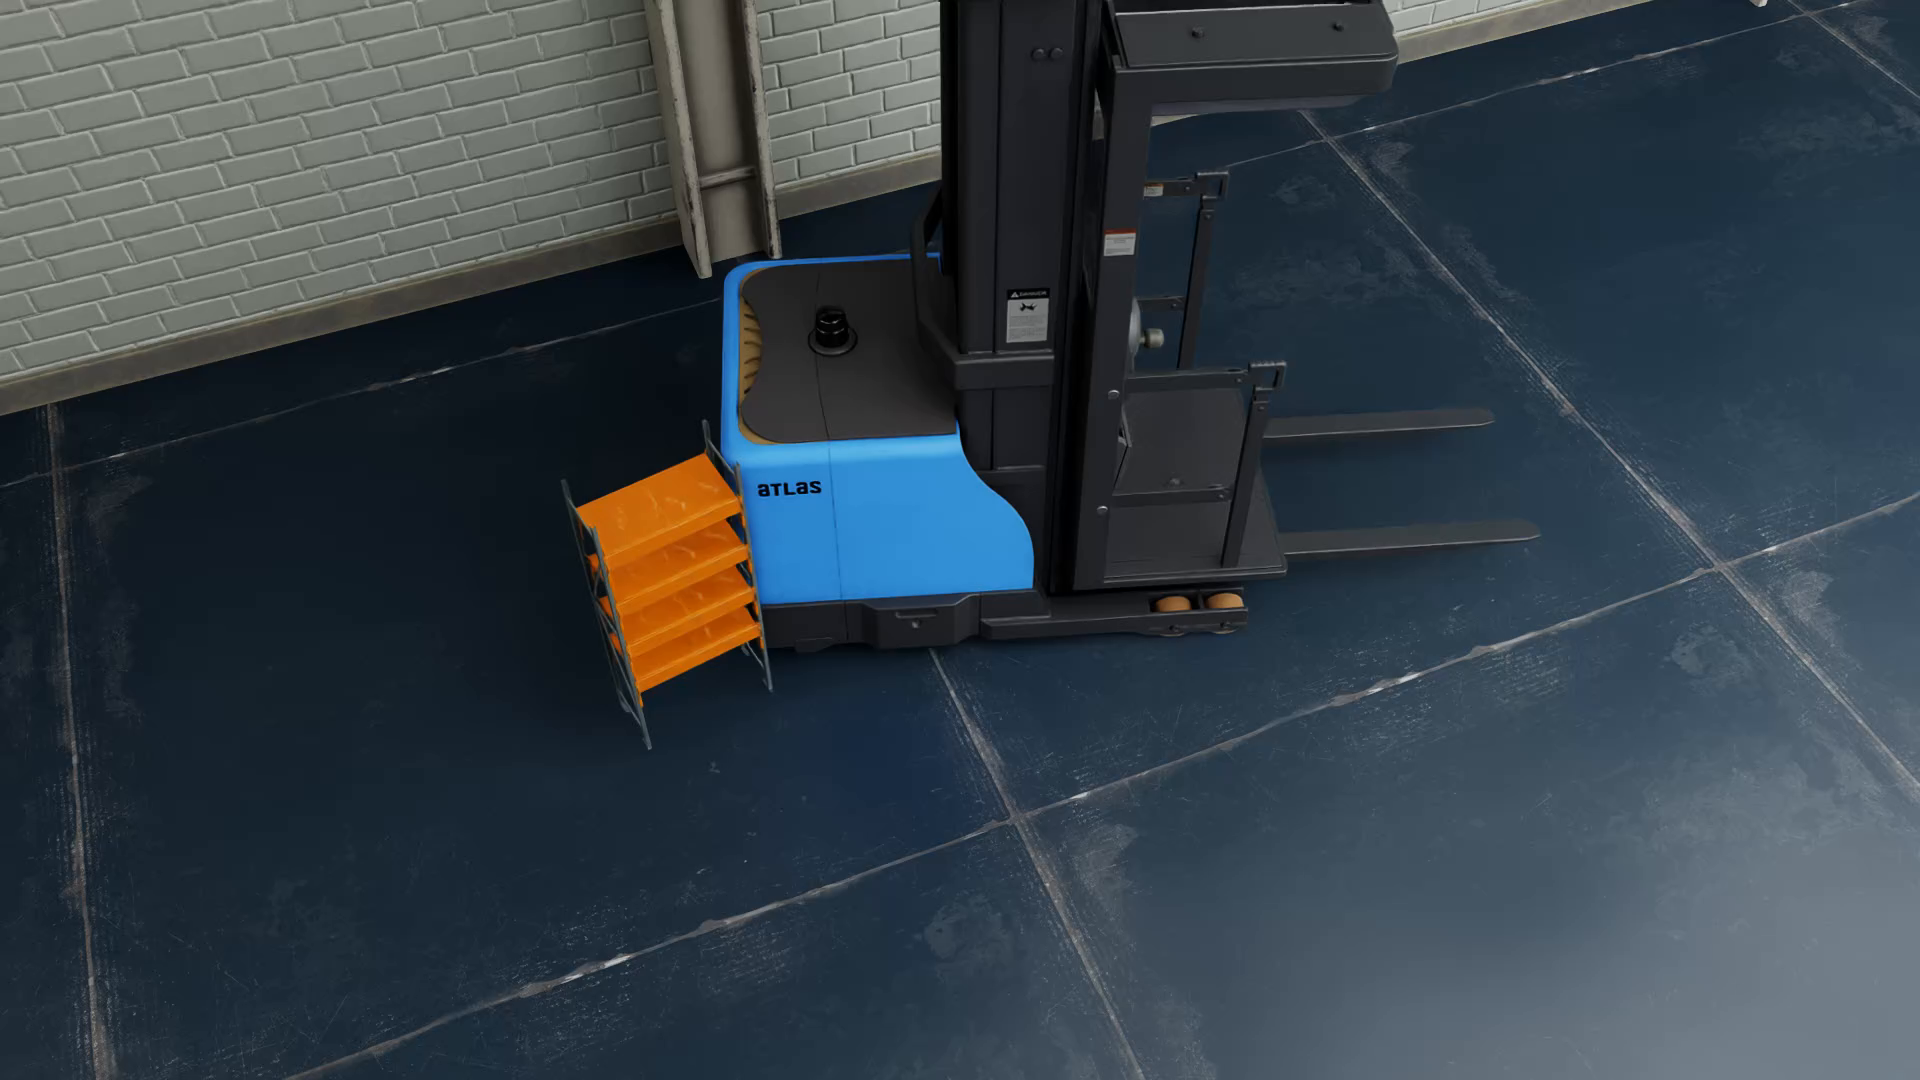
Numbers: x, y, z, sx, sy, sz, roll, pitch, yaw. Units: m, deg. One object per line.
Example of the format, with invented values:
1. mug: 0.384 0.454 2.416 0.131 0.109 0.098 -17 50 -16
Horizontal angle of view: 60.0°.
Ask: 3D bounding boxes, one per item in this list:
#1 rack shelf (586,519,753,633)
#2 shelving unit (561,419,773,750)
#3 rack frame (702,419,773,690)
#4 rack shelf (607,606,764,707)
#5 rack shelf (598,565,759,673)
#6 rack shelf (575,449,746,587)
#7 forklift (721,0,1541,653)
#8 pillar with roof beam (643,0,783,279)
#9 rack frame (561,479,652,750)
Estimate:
1. rack shelf: -0.966 0.080 5.525 0.480 0.148 0.258 -26 54 -20
2. shelving unit: -0.966 0.182 5.644 0.503 1.200 0.258 -26 54 -20
3. rack frame: -0.760 0.083 5.729 0.015 1.200 0.240 -26 54 -20
4. rack shelf: -0.966 0.355 5.846 0.480 0.148 0.258 -26 54 -20
5. rack shelf: -0.966 0.225 5.695 0.480 0.148 0.258 -26 54 -20
6. rack shelf: -0.966 -0.074 5.346 0.480 0.148 0.258 -26 54 -20
7. forklift: 0.674 -0.990 5.509 3.031 2.935 1.130 -3 49 -3
8. pillar with roof beam: 0.564 -1.268 1.748 0.400 9.000 9.100 -17 52 -14
9. rack frame: -1.172 0.281 5.559 0.015 1.200 0.240 -26 54 -20
